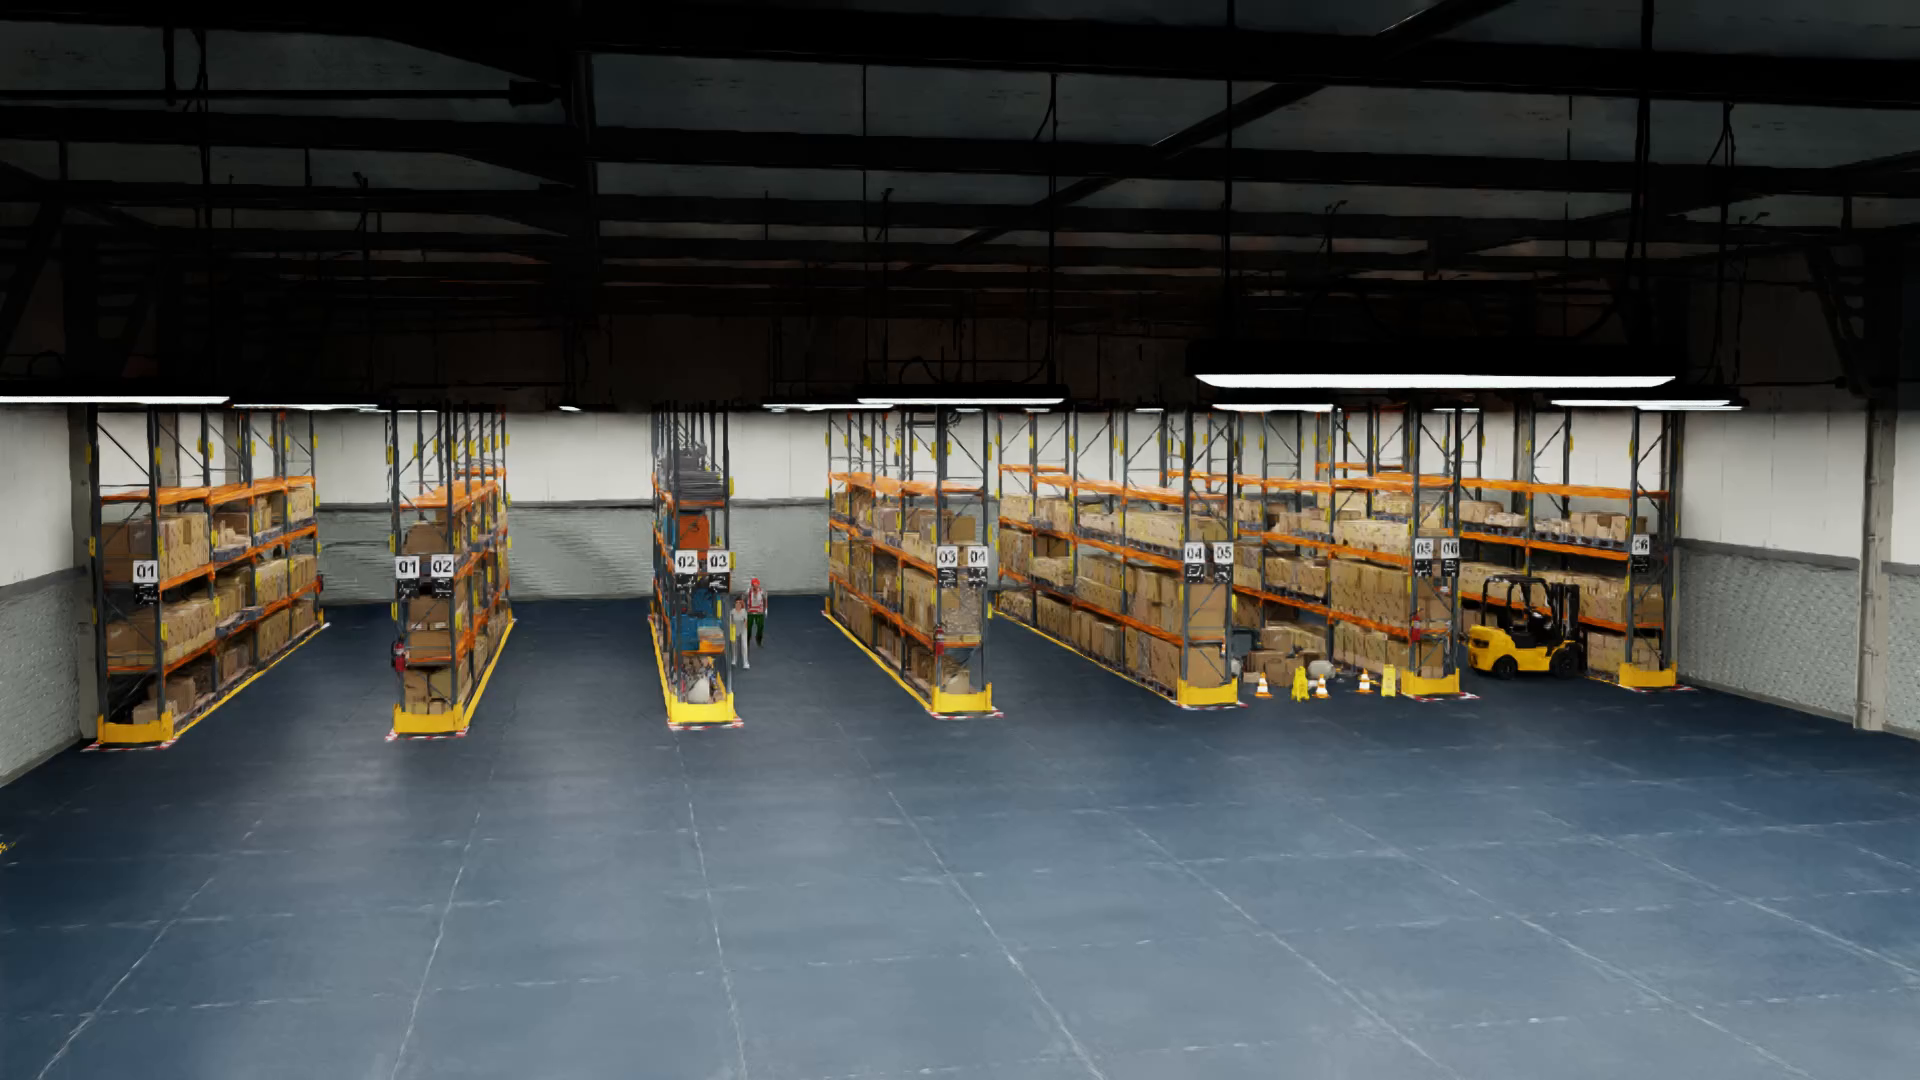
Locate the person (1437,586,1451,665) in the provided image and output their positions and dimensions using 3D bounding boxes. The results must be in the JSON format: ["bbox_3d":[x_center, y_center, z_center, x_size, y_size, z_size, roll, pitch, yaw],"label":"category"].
[{"bbox_3d":[11.010,1.948,38.049,0.490,1.787,0.602,1,5,17],"label":"person"}]

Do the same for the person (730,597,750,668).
[{"bbox_3d":[-5.012,2.075,37.566,0.449,1.585,1.097,-1,4,-13],"label":"person"}]

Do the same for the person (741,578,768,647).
[{"bbox_3d":[-5.041,1.785,40.835,0.677,1.742,0.551,-1,4,-13],"label":"person"}]
